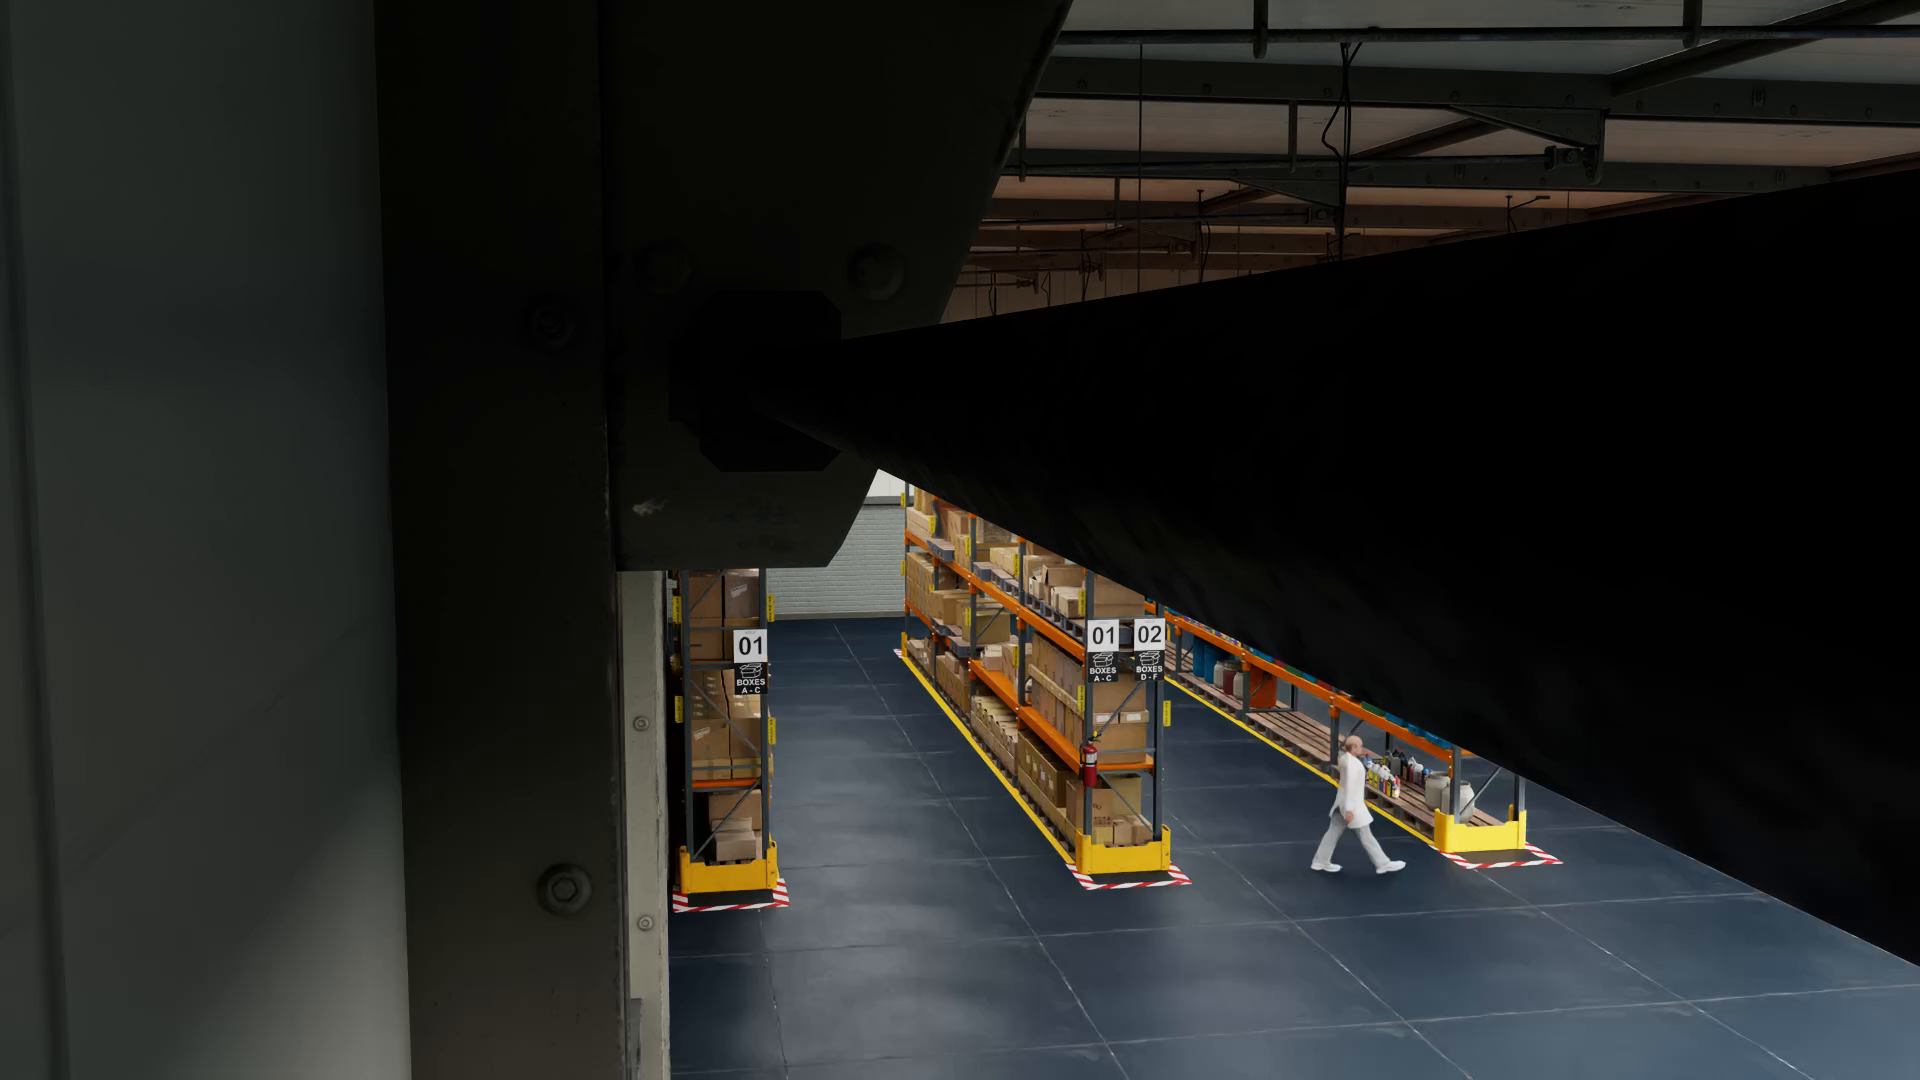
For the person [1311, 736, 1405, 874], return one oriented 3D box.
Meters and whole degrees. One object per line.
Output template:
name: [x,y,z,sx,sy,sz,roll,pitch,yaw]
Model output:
person: [4.953,3.296,20.754,1.099,1.725,0.610,-1,6,-7]
